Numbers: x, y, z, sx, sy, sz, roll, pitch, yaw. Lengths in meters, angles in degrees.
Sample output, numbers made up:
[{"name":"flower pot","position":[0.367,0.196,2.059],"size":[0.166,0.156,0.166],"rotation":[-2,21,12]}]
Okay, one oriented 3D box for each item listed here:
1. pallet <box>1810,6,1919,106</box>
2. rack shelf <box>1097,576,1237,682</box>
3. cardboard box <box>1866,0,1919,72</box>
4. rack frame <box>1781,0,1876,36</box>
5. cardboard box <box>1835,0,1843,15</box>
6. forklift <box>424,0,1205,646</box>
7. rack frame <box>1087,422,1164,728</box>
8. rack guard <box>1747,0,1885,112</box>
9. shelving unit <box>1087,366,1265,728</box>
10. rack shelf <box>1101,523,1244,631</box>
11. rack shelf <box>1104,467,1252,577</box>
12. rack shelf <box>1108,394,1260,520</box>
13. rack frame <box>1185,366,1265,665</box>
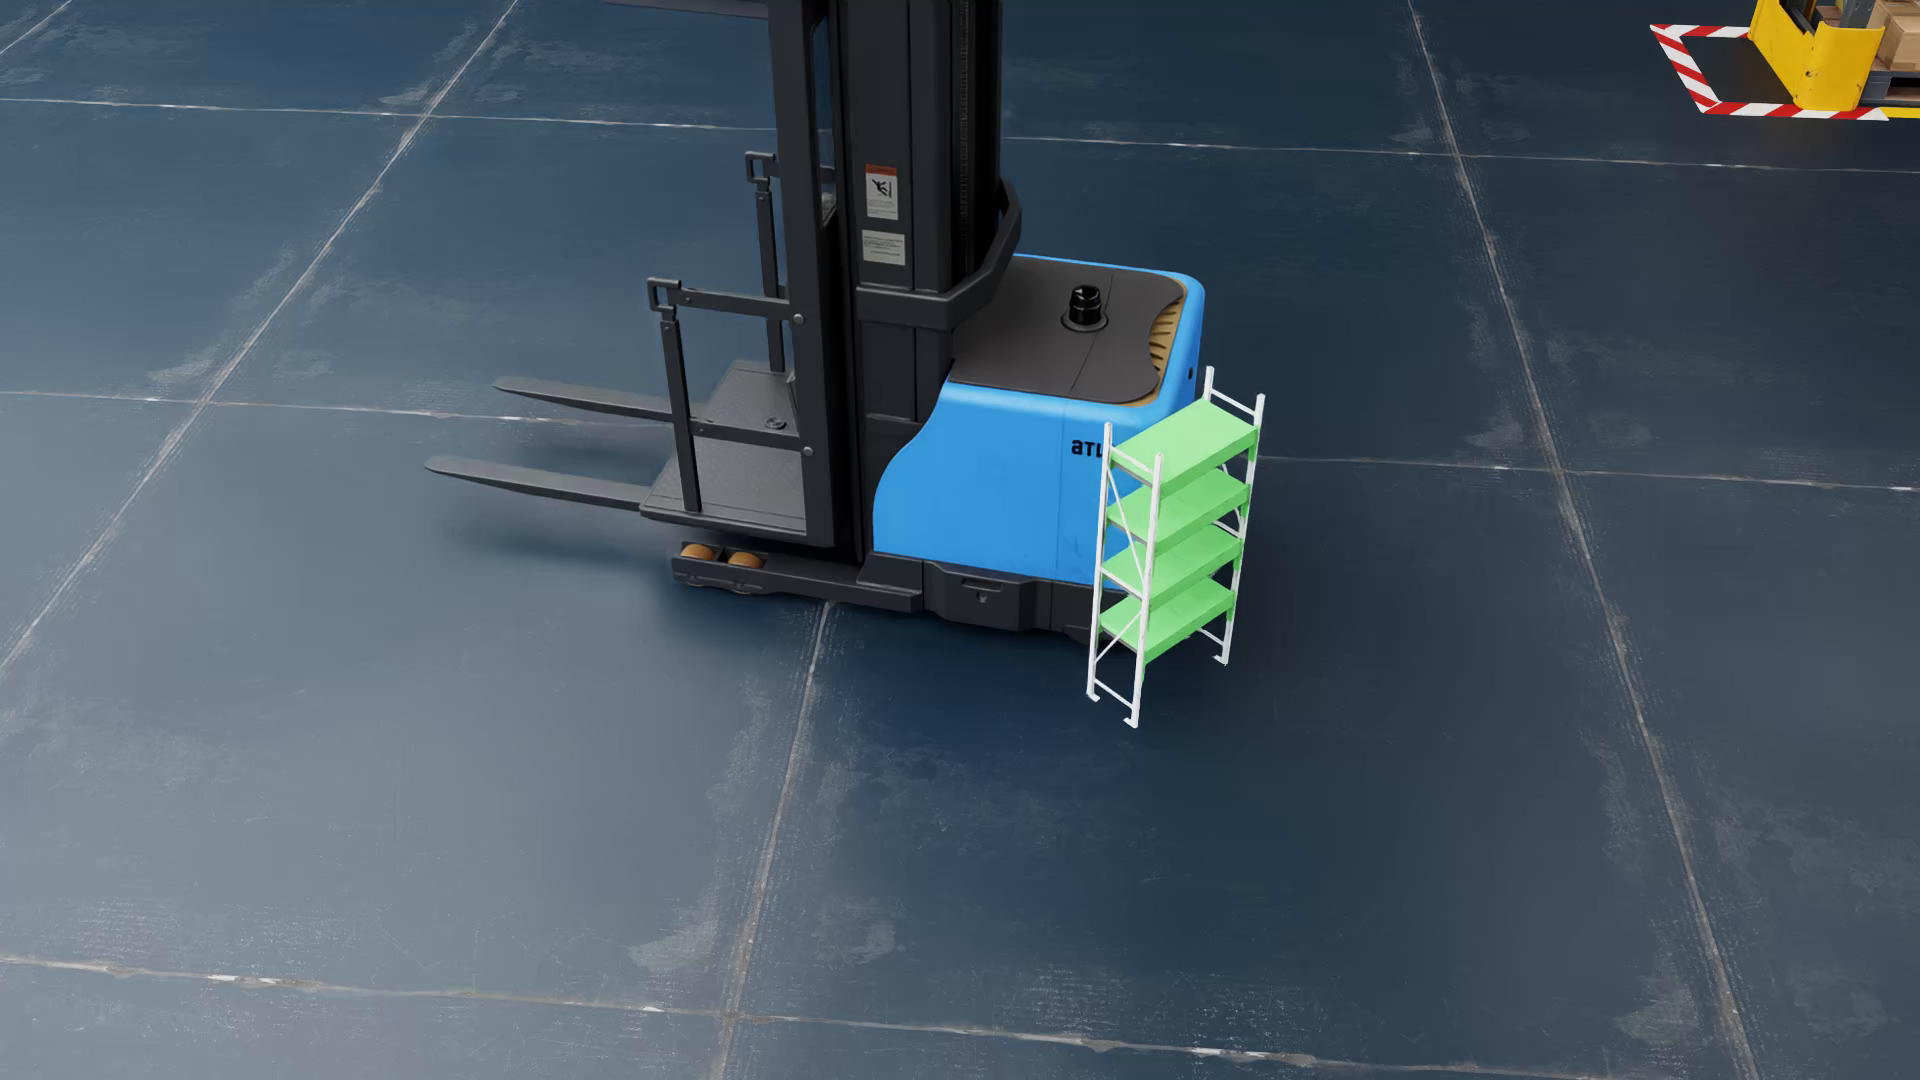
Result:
[{"name":"pallet","position":[6.006,-2.983,10.247],"size":[1.213,0.211,1.003],"rotation":[3,39,4]},{"name":"rack shelf","position":[0.730,0.280,5.937],"size":[0.480,0.148,0.258],"rotation":[-30,48,-31]},{"name":"cardboard box","position":[5.756,-3.007,9.913],"size":[0.500,0.250,0.500],"rotation":[3,39,4]},{"name":"rack frame","position":[5.241,-4.079,9.386],"size":[0.127,3.000,1.000],"rotation":[3,39,4]},{"name":"cardboard box","position":[5.801,-3.332,10.313],"size":[0.500,0.250,0.500],"rotation":[3,39,4]},{"name":"forklift","position":[-0.636,-1.237,5.948],"size":[3.031,2.935,1.130],"rotation":[9,40,11]},{"name":"rack frame","position":[0.549,0.148,5.618],"size":[0.015,1.200,0.240],"rotation":[-30,48,-31]},{"name":"rack guard","position":[5.217,-3.111,10.176],"size":[0.348,0.500,1.175],"rotation":[3,39,4]},{"name":"shelving unit","position":[0.730,0.044,5.745],"size":[0.503,1.200,0.258],"rotation":[-30,48,-31]},{"name":"rack shelf","position":[0.730,0.094,5.785],"size":[0.480,0.148,0.258],"rotation":[-30,48,-31]},{"name":"rack shelf","position":[0.730,-0.092,5.634],"size":[0.480,0.148,0.258],"rotation":[-30,48,-31]},{"name":"rack shelf","position":[0.730,-0.278,5.482],"size":[0.480,0.148,0.258],"rotation":[-30,48,-31]},{"name":"rack frame","position":[0.911,-0.059,5.872],"size":[0.015,1.200,0.240],"rotation":[-30,48,-31]}]
